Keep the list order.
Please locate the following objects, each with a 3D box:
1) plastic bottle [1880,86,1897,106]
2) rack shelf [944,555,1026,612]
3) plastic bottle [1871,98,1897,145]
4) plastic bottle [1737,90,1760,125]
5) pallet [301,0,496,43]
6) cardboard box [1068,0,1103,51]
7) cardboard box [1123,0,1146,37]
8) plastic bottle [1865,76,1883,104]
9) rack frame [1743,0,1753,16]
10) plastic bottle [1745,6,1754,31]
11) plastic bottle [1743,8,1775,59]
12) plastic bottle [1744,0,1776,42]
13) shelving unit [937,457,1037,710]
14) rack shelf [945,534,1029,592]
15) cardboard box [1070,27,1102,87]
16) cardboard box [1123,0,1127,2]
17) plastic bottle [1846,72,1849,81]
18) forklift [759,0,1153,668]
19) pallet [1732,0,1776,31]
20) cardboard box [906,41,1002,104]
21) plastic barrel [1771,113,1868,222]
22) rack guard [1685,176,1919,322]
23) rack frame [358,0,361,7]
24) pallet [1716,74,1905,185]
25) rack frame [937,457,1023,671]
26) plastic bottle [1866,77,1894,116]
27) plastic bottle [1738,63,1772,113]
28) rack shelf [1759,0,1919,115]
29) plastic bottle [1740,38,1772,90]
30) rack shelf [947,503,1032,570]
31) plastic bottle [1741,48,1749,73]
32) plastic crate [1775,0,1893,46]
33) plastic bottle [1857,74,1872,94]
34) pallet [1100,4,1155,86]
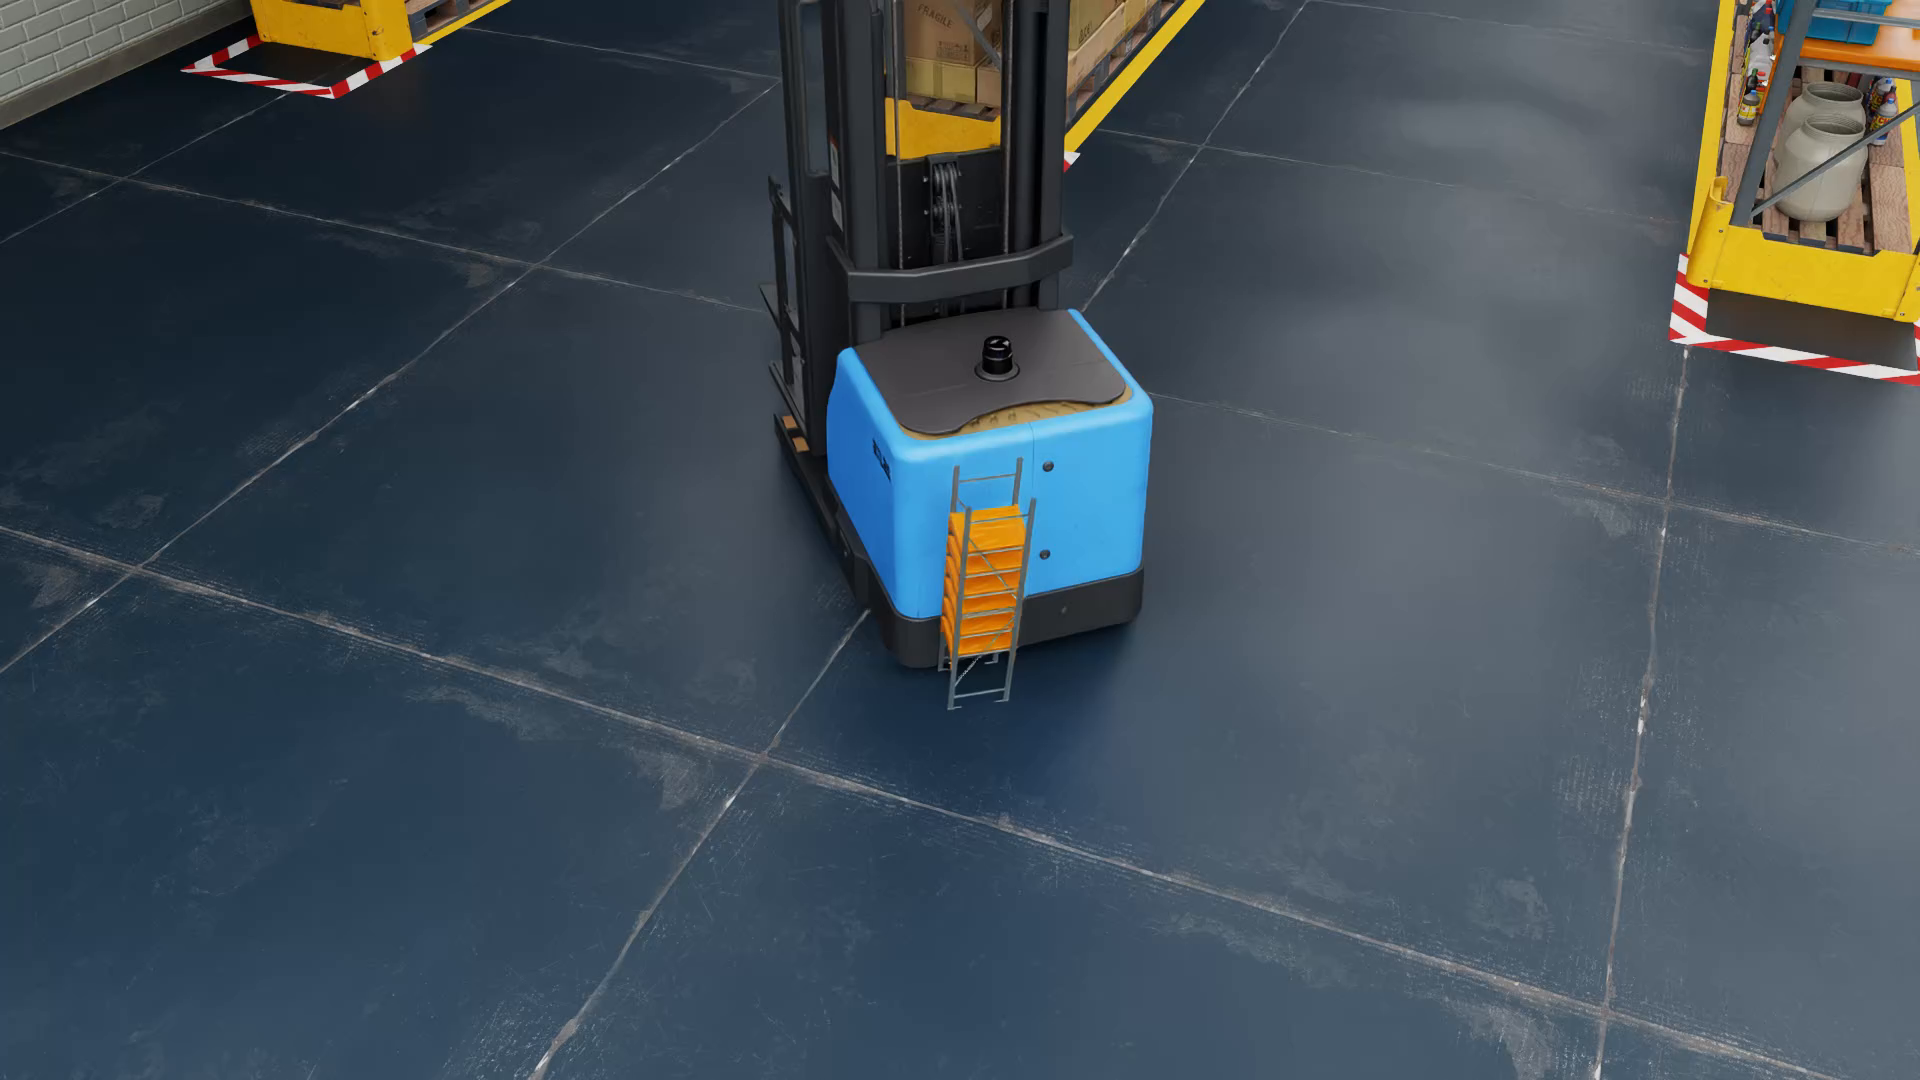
[{"bbox_3d":[5.682,-2.657,10.200,0.061,0.283,0.133,14,39,18],"label":"plastic bottle"},{"bbox_3d":[0.087,0.139,5.931,0.258,0.103,0.180,-8,52,-10],"label":"rack shelf"},{"bbox_3d":[5.579,-2.531,10.042,0.097,0.271,0.097,0,37,0],"label":"plastic bottle"},{"bbox_3d":[4.894,-2.686,10.308,0.097,0.201,0.097,0,37,0],"label":"plastic bottle"},{"bbox_3d":[-4.190,-4.138,12.610,1.003,0.211,1.213,14,39,18],"label":"pallet"},{"bbox_3d":[0.620,-3.536,10.794,0.500,0.500,0.500,14,39,18],"label":"cardboard box"},{"bbox_3d":[1.003,-3.788,11.758,0.500,0.250,0.500,14,39,18],"label":"cardboard box"},{"bbox_3d":[5.824,-2.888,10.520,0.097,0.271,0.097,0,37,0],"label":"plastic bottle"},{"bbox_3d":[6.123,-4.729,11.071,1.000,3.000,0.127,14,39,18],"label":"rack frame"},{"bbox_3d":[5.557,-3.652,11.600,0.097,0.201,0.097,0,37,0],"label":"plastic bottle"},{"bbox_3d":[5.360,-3.387,11.121,0.144,0.351,0.185,12,38,16],"label":"plastic bottle"},{"bbox_3d":[5.498,-3.552,11.405,0.152,0.276,0.135,15,39,19],"label":"plastic bottle"},{"bbox_3d":[0.083,0.186,5.990,0.258,1.200,0.189,-8,52,-10],"label":"shelving unit"},{"bbox_3d":[0.094,0.063,5.838,0.258,0.103,0.180,-8,52,-10],"label":"rack shelf"},{"bbox_3d":[0.618,-3.236,11.019,0.500,0.250,0.500,14,39,18],"label":"cardboard box"},{"bbox_3d":[1.004,-4.088,11.534,0.500,0.500,0.500,14,39,18],"label":"cardboard box"},{"bbox_3d":[5.844,-3.119,10.819,0.061,0.283,0.133,14,39,18],"label":"plastic bottle"},{"bbox_3d":[-0.229,-1.559,6.887,1.130,2.935,3.031,-12,38,-15],"label":"forklift"},{"bbox_3d":[6.386,-4.056,12.500,1.003,0.211,1.213,14,39,18],"label":"pallet"},{"bbox_3d":[-0.048,-3.076,10.806,0.500,0.250,0.500,14,39,18],"label":"cardboard box"},{"bbox_3d":[4.781,-2.068,9.238,0.421,0.512,0.421,0,37,0],"label":"plastic barrel"},{"bbox_3d":[4.586,-1.566,8.927,1.175,0.500,0.348,14,39,18],"label":"rack guard"},{"bbox_3d":[-4.561,-4.771,11.128,1.000,3.000,0.127,14,39,18],"label":"rack frame"},{"bbox_3d":[5.366,-2.572,10.515,1.003,0.211,1.213,14,39,18],"label":"pallet"},{"bbox_3d":[0.063,0.116,6.045,0.240,1.200,0.006,-8,52,-10],"label":"rack frame"},{"bbox_3d":[5.747,-2.776,10.370,0.097,0.271,0.097,0,37,0],"label":"plastic bottle"},{"bbox_3d":[5.015,-2.850,10.464,0.152,0.276,0.135,14,39,18],"label":"plastic bottle"},{"bbox_3d":[5.362,-3.334,9.805,1.077,0.370,4.000,14,39,18],"label":"rack shelf"},{"bbox_3d":[5.128,-3.049,10.669,0.144,0.351,0.185,15,39,20],"label":"plastic bottle"},{"bbox_3d":[0.100,-0.013,5.746,0.258,0.103,0.180,-8,52,-10],"label":"rack shelf"},{"bbox_3d":[5.231,-3.176,10.964,0.097,0.201,0.097,0,37,0],"label":"plastic bottle"},{"bbox_3d":[4.514,-2.800,8.615,0.499,0.251,0.616,14,39,18],"label":"plastic crate"},{"bbox_3d":[5.883,-3.018,10.690,0.152,0.276,0.135,15,39,19],"label":"plastic bottle"},{"bbox_3d":[0.739,-3.634,11.935,1.003,0.211,1.213,14,39,18],"label":"pallet"}]
